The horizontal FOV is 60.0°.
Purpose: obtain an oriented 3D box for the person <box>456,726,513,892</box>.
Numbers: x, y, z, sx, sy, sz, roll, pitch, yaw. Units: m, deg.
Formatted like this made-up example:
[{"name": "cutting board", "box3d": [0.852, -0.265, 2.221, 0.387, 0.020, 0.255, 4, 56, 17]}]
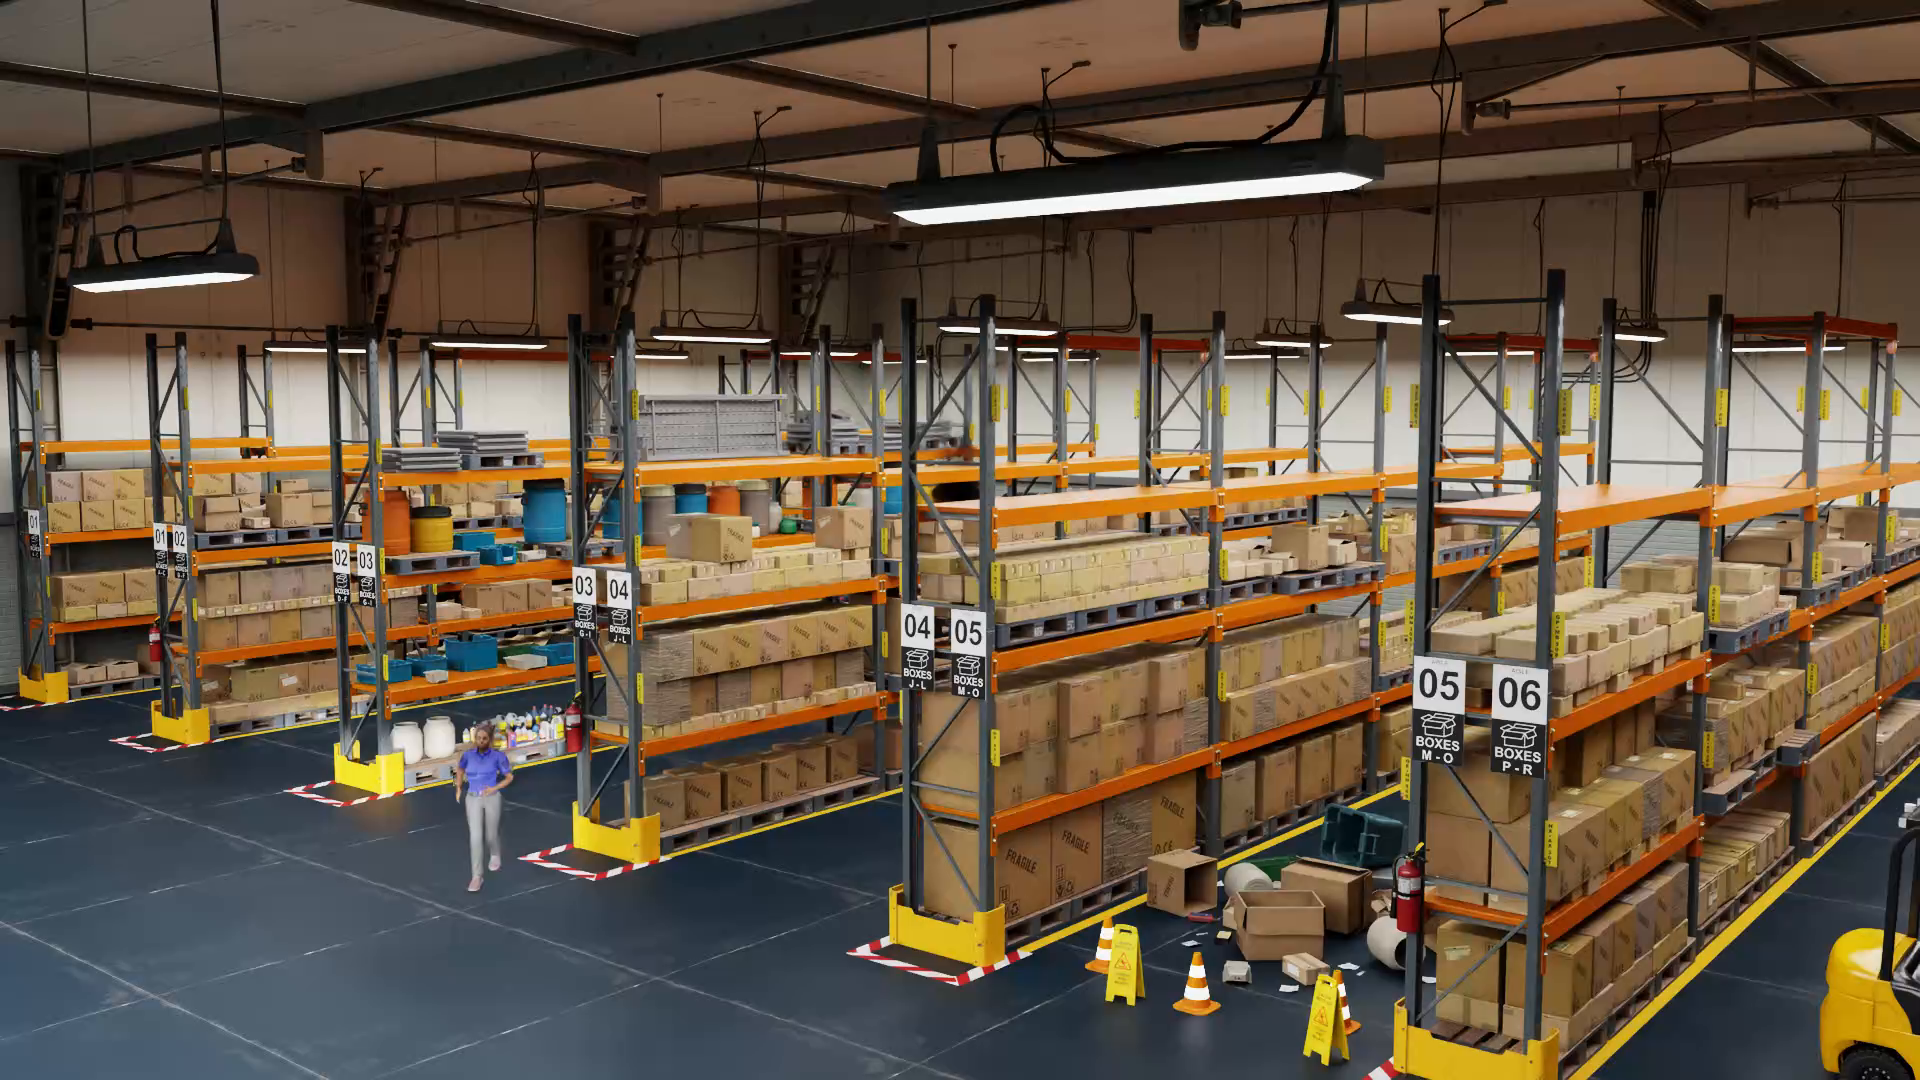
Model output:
[{"name": "person", "box3d": [-5.004, 2.764, 17.462, 0.582, 1.646, 0.871, -1, 5, -8]}]
